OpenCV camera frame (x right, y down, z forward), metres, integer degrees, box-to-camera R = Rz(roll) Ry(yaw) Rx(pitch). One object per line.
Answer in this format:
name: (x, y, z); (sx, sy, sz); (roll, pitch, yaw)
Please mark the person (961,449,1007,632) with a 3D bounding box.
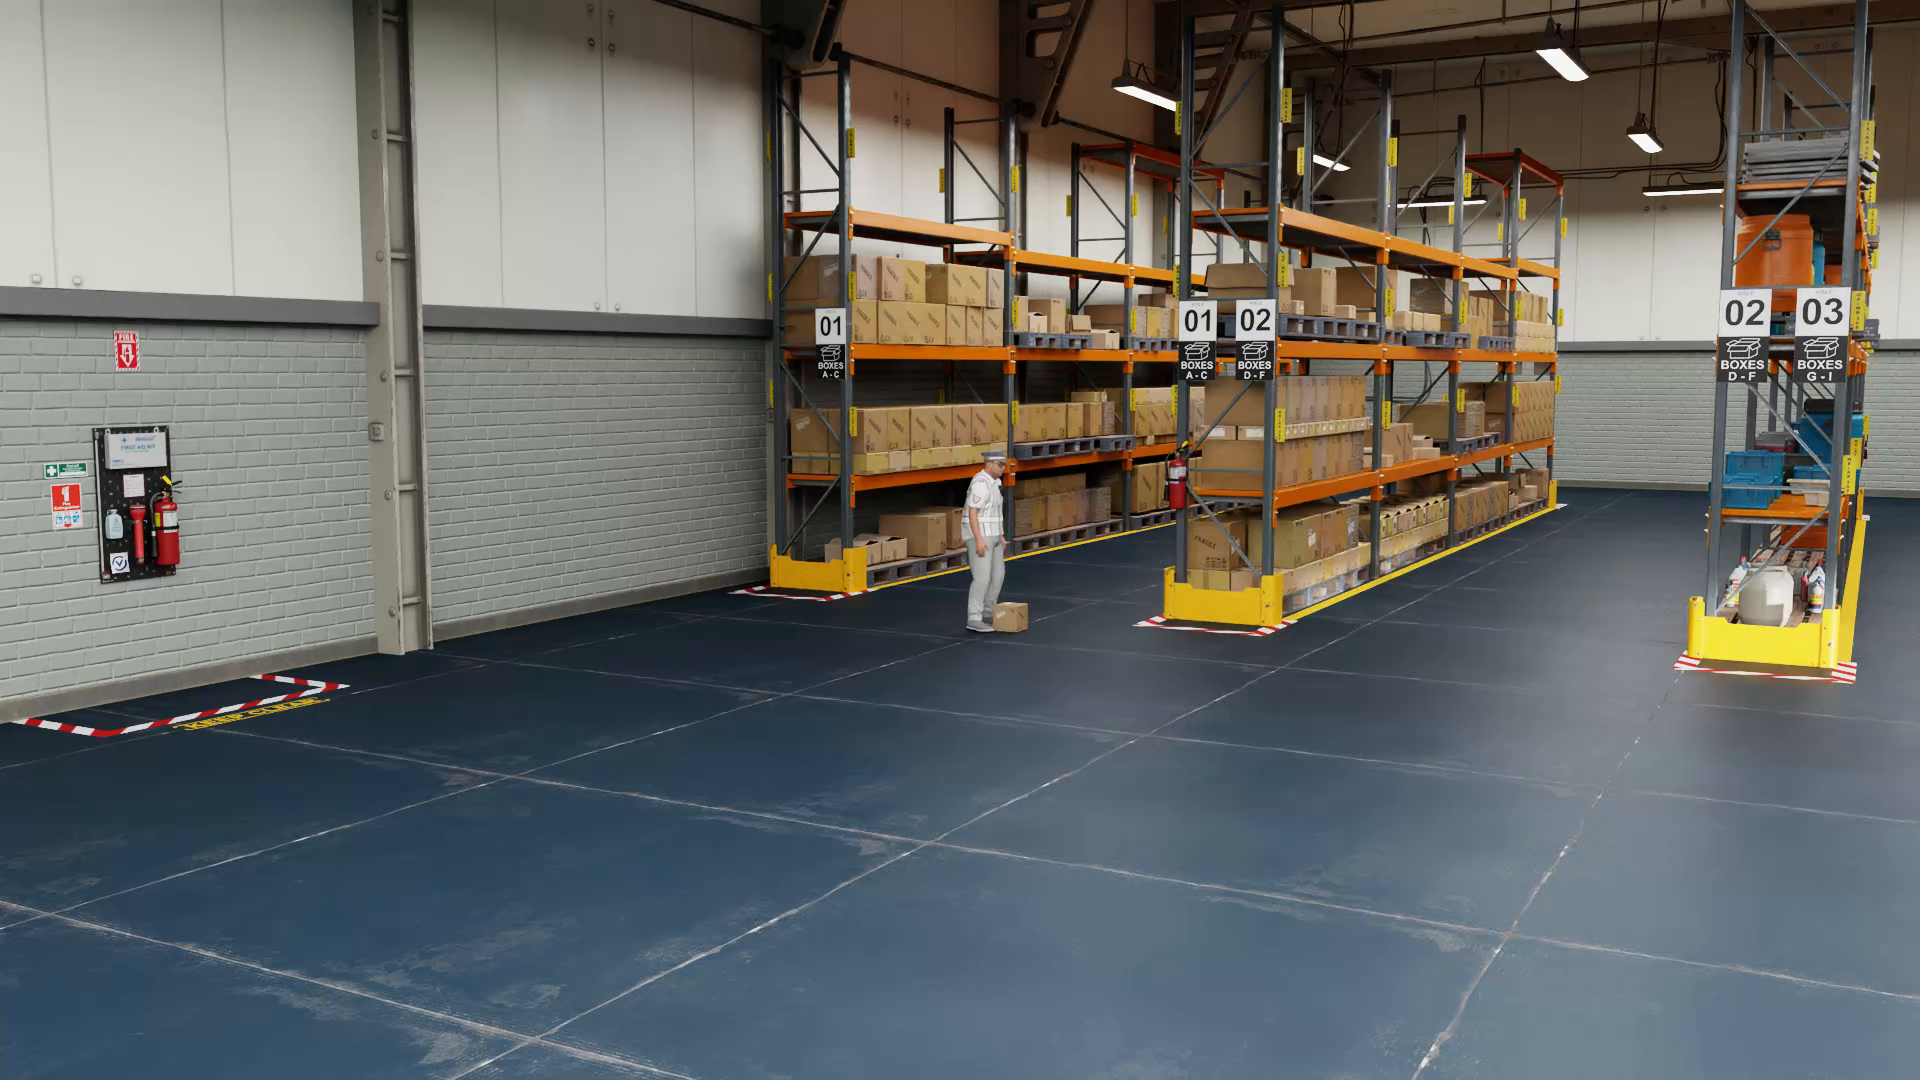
person: (0.248, -0.012, 16.197); (0.428, 1.751, 0.605); (3, 7, 26)
